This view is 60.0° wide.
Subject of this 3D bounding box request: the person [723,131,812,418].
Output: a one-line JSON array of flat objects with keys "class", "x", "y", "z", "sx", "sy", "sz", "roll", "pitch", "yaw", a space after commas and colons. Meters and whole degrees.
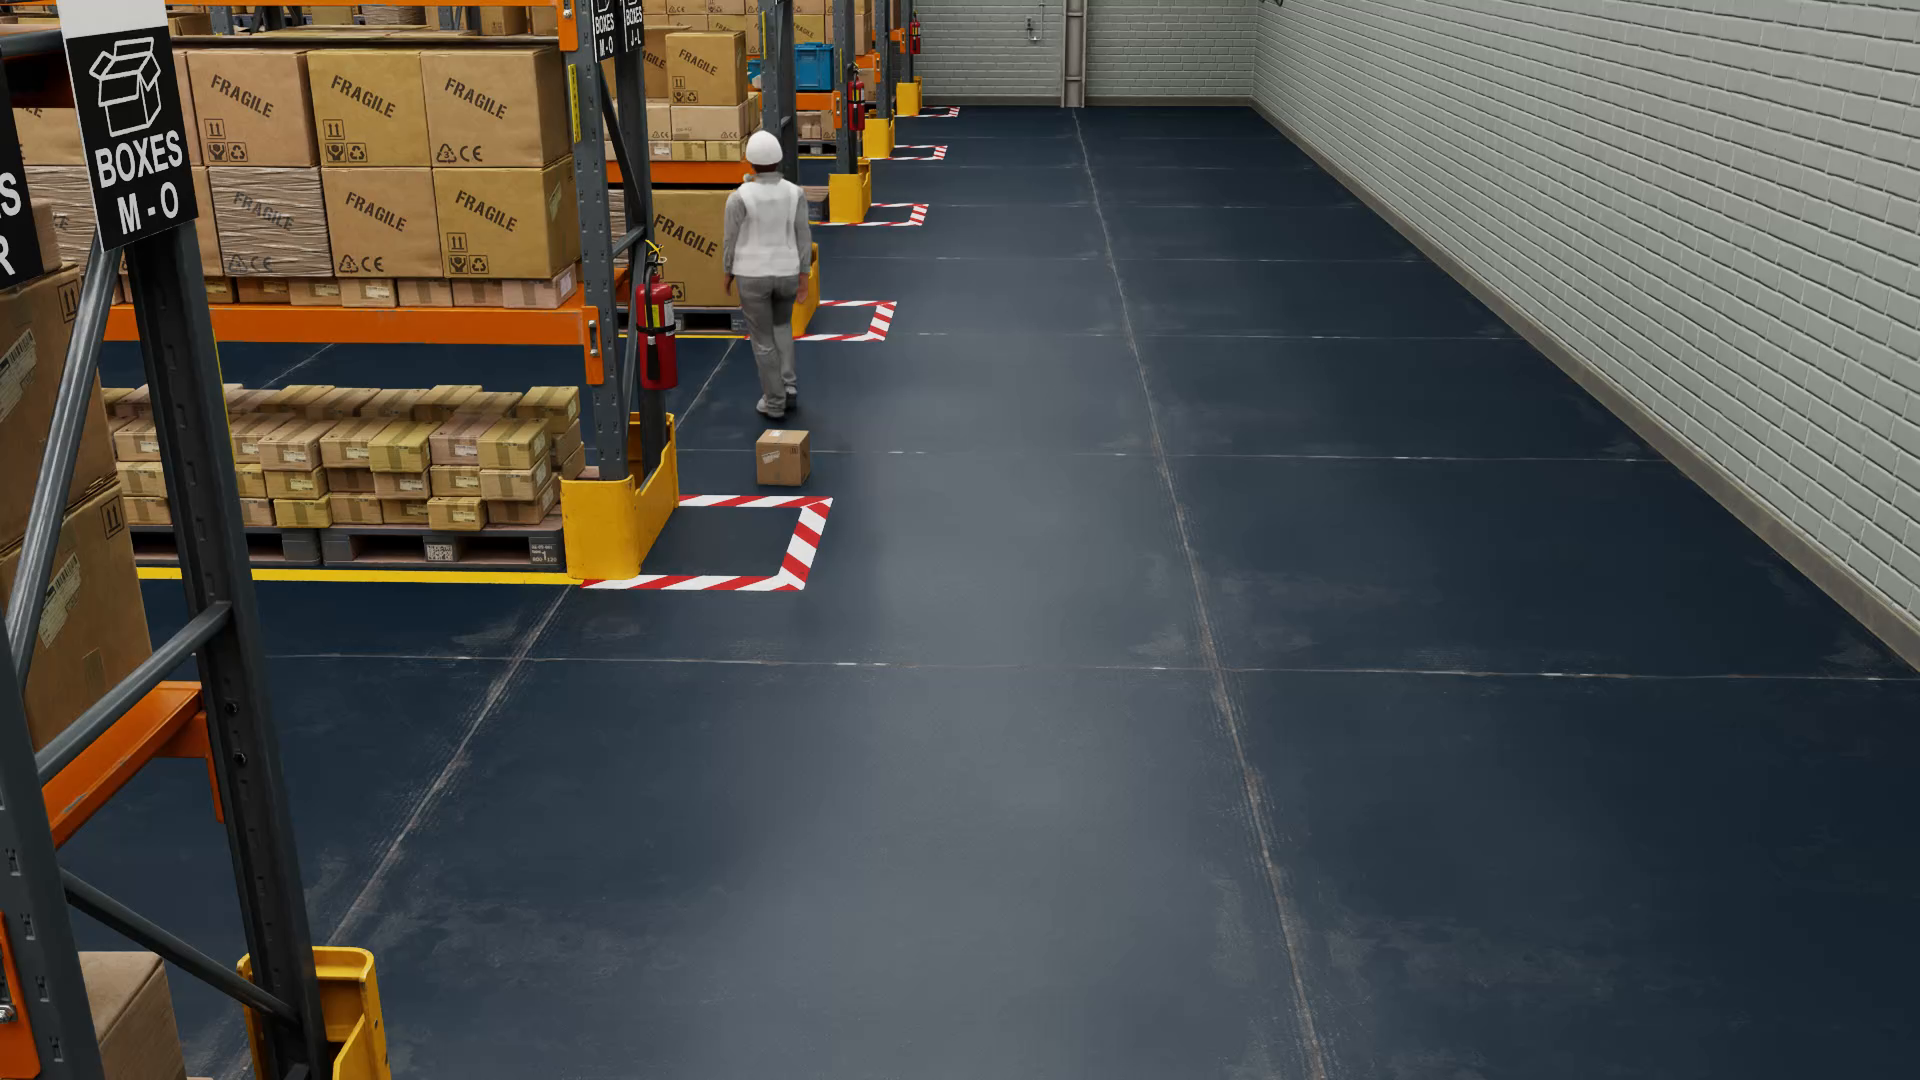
[{"class": "person", "x": -1.223, "y": -1.641, "z": 10.408, "sx": 0.537, "sy": 1.815, "sz": 0.503, "roll": -10, "pitch": 23, "yaw": -26}]
